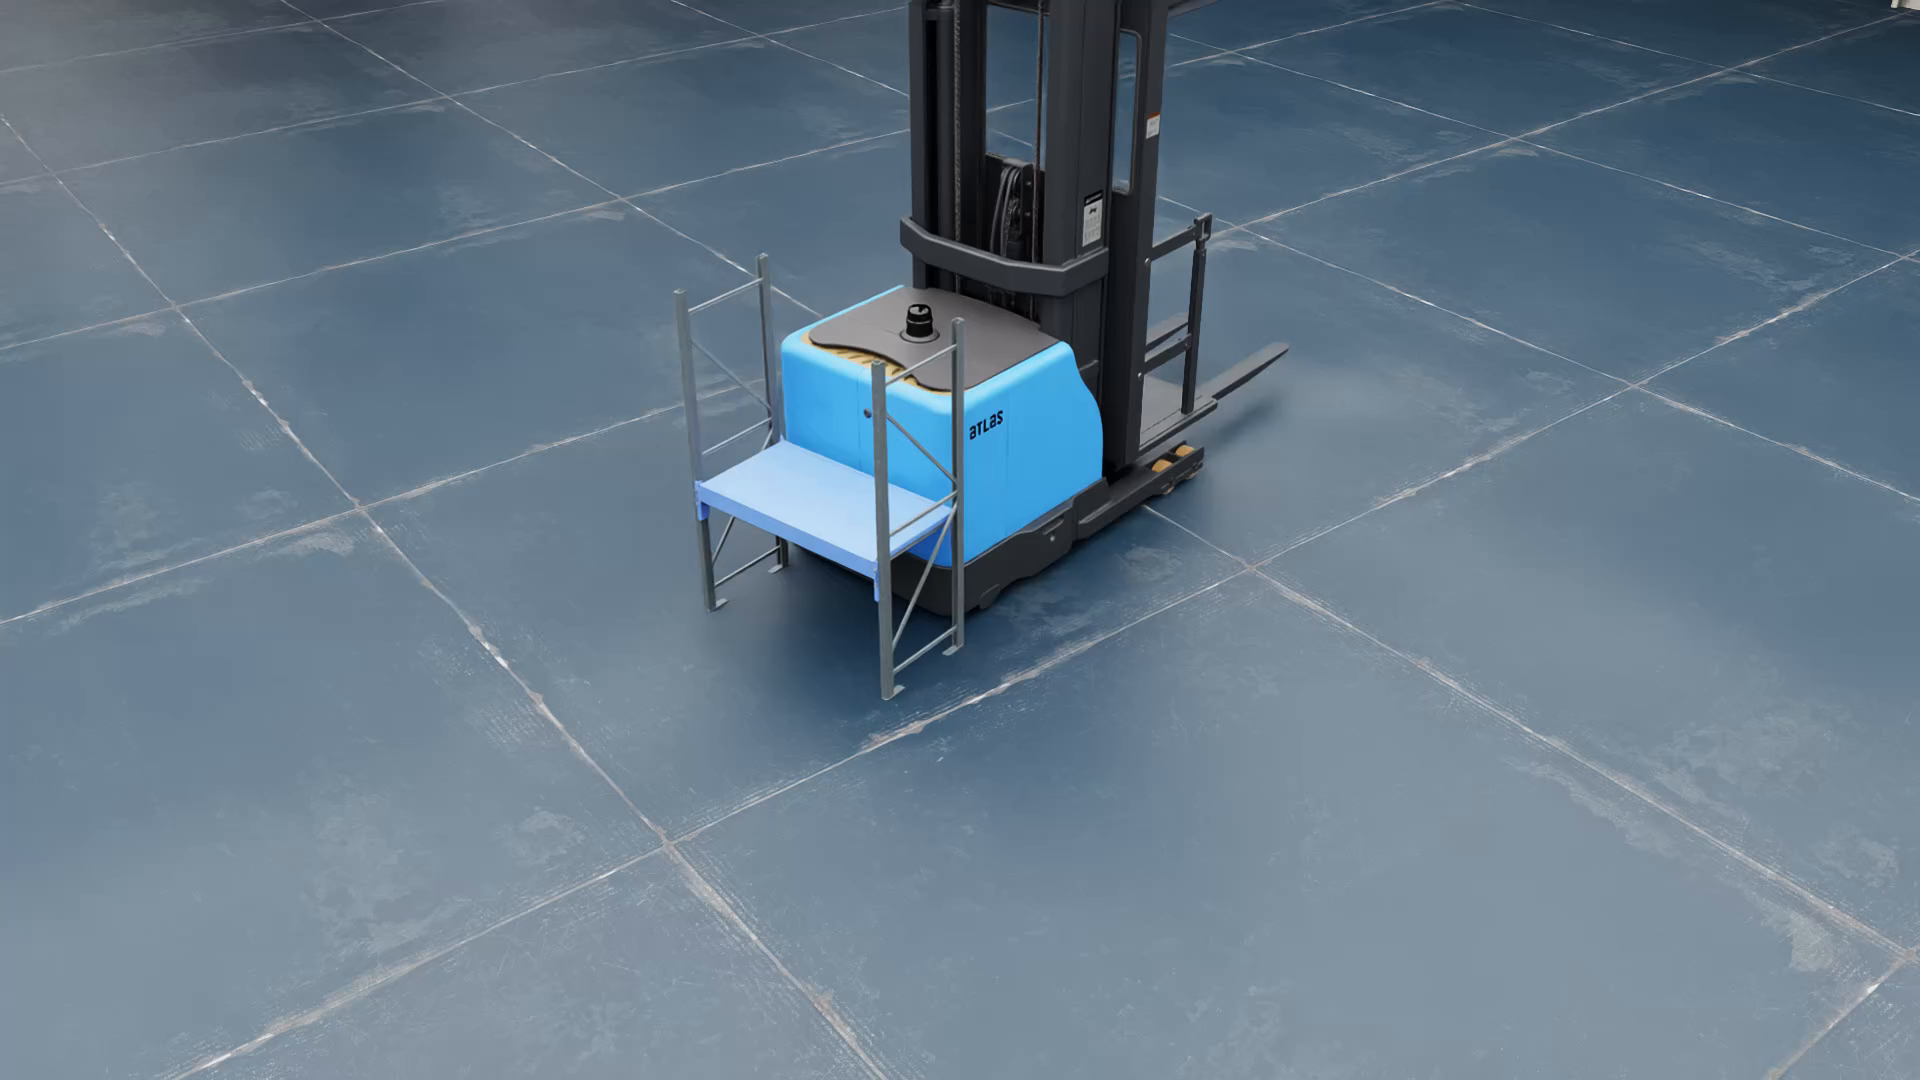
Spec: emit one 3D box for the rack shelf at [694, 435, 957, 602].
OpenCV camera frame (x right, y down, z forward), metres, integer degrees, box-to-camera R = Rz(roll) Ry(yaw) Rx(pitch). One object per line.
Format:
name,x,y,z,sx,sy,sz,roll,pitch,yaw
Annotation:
rack shelf,-0.549,-0.107,6.842,1.000,0.185,0.538,23,38,32

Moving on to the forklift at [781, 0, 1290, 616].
forklift,0.555,-1.623,7.585,1.130,2.935,3.031,24,39,34

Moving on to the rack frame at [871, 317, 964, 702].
rack frame,-0.151,-0.093,6.479,0.032,1.500,0.500,23,38,32

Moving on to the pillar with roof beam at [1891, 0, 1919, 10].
pillar with roof beam,5.810,-7.539,11.359,9.100,9.000,0.400,-22,38,-31

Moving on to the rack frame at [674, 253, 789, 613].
rack frame,-0.947,-0.427,7.016,0.032,1.500,0.500,23,38,32

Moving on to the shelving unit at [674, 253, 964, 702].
shelving unit,-0.549,-0.260,6.747,1.048,1.500,0.538,23,38,32
